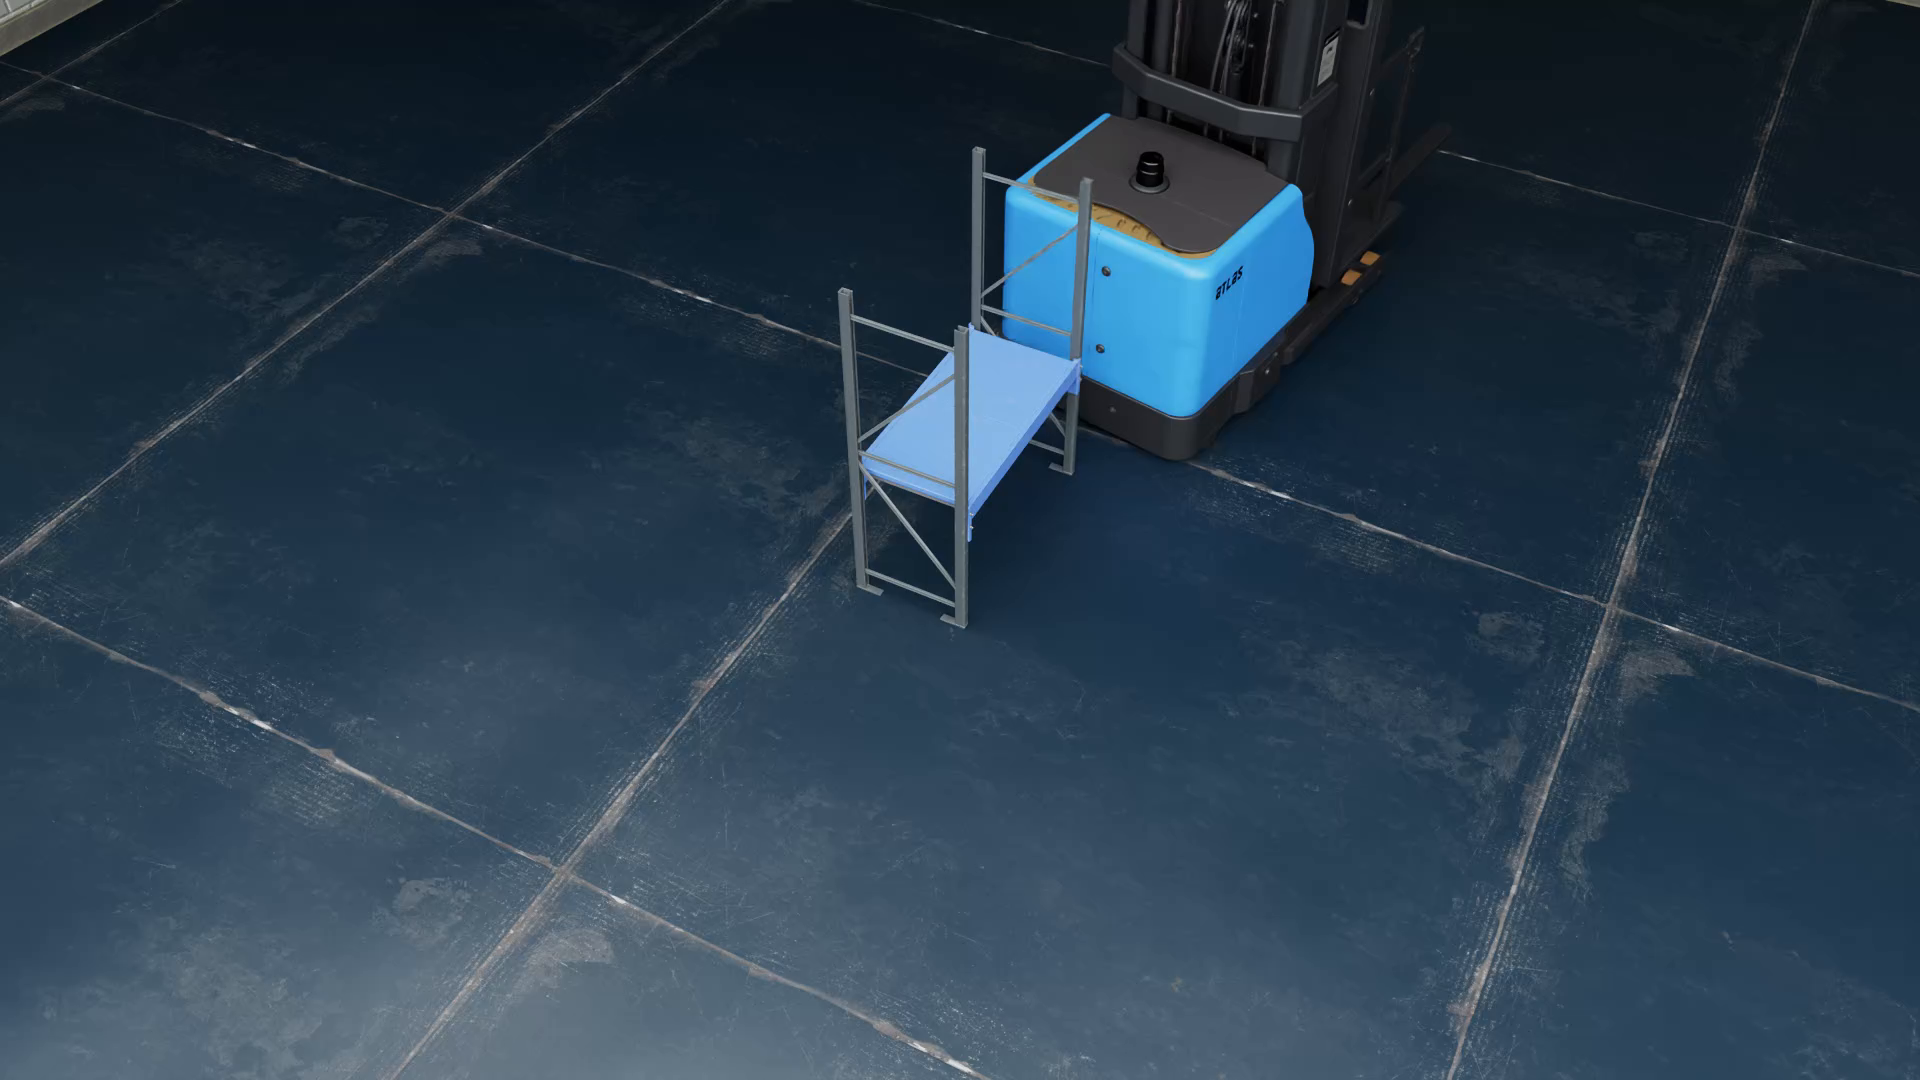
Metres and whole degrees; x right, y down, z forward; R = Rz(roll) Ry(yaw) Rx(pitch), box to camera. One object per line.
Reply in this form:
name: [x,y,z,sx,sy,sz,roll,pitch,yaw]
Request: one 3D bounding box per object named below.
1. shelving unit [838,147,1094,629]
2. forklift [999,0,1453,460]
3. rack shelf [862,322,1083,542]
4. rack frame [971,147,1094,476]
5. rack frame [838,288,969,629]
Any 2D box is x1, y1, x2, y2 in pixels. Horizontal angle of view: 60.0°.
shelving unit: [0.040,-0.581,6.550,0.538,1.500,1.048,20,49,19]
forklift: [1.465,-2.380,7.321,1.130,2.935,3.031,28,52,25]
rack shelf: [0.040,-0.455,6.678,0.538,0.185,1.000,20,49,19]
rack frame: [0.276,-0.901,6.866,0.500,1.500,0.032,20,49,19]
rack frame: [-0.196,-0.261,6.233,0.500,1.500,0.032,20,49,19]
